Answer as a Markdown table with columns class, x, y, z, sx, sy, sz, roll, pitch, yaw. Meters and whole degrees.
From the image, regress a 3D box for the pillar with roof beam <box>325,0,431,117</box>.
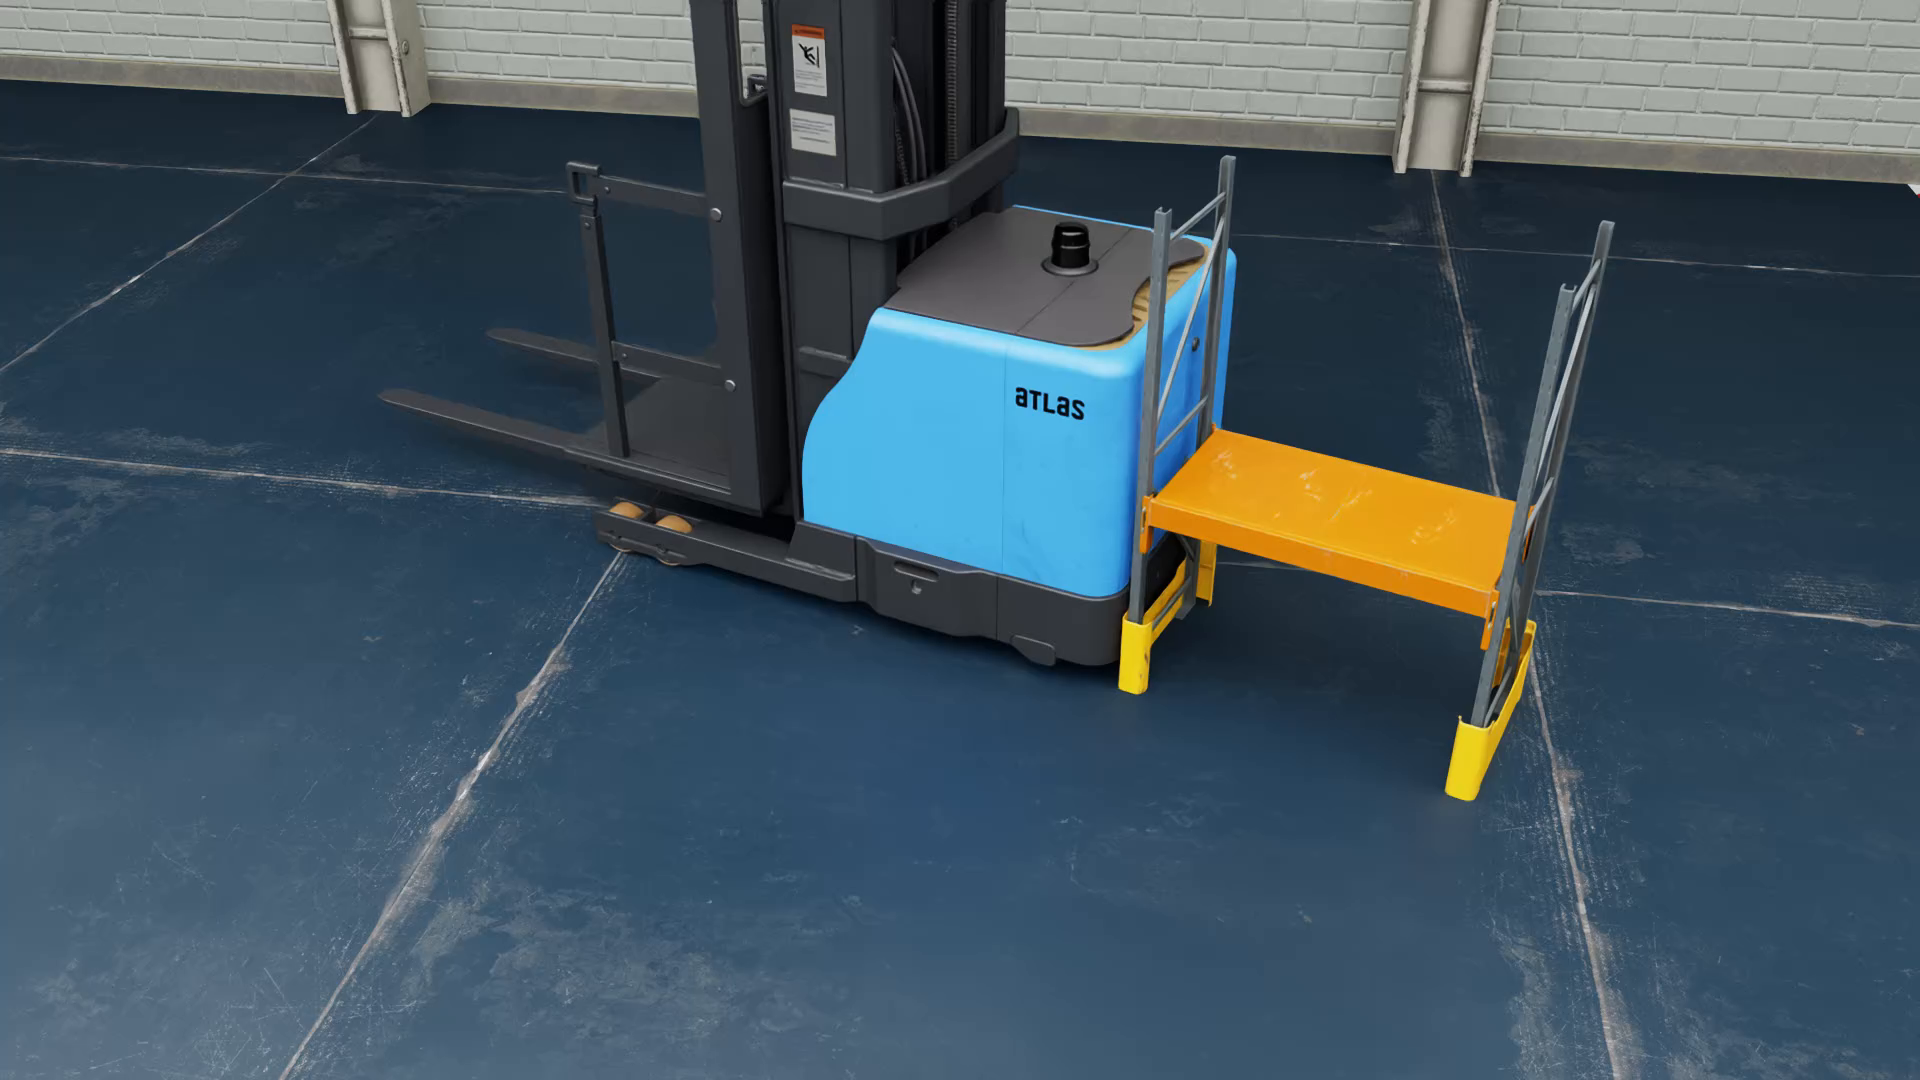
| class | x | y | z | sx | sy | sz | roll | pitch | yaw |
| --- | --- | --- | --- | --- | --- | --- | --- | --- | --- |
| pillar with roof beam | -4.095 | -4.125 | 3.859 | 0.400 | 9.000 | 9.100 | 5 | 32 | 8 |

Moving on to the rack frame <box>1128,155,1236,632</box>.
| class | x | y | z | sx | sy | sz | roll | pitch | yaw |
| --- | --- | --- | --- | --- | --- | --- | --- | --- | --- |
| rack frame | 0.634 | -0.318 | 4.844 | 0.032 | 1.500 | 0.500 | 16 | 36 | 24 |

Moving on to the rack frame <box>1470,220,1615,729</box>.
| class | x | y | z | sx | sy | sz | roll | pitch | yaw |
| --- | --- | --- | --- | --- | --- | --- | --- | --- | --- |
| rack frame | 1.523 | -0.055 | 4.425 | 0.032 | 1.500 | 0.500 | 16 | 36 | 24 |

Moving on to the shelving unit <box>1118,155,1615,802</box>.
| class | x | y | z | sx | sy | sz | roll | pitch | yaw |
| --- | --- | --- | --- | --- | --- | --- | --- | --- | --- |
| shelving unit | 1.086 | -0.184 | 4.631 | 1.083 | 1.500 | 0.587 | 16 | 36 | 24 |

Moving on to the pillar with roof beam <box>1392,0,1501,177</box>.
| class | x | y | z | sx | sy | sz | roll | pitch | yaw |
| --- | --- | --- | --- | --- | --- | --- | --- | --- | --- |
| pillar with roof beam | 1.820 | -3.590 | 3.004 | 0.400 | 9.000 | 9.100 | 5 | 32 | 8 |

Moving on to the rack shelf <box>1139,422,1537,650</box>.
| class | x | y | z | sx | sy | sz | roll | pitch | yaw |
| --- | --- | --- | --- | --- | --- | --- | --- | --- | --- |
| rack shelf | 1.078 | -0.034 | 4.730 | 1.000 | 0.185 | 0.538 | 16 | 36 | 24 |

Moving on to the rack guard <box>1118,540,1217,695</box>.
| class | x | y | z | sx | sy | sz | roll | pitch | yaw |
| --- | --- | --- | --- | --- | --- | --- | --- | --- | --- |
| rack guard | 0.651 | 0.217 | 5.168 | 0.087 | 0.250 | 0.587 | 16 | 36 | 24 |

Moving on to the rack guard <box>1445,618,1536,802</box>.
| class | x | y | z | sx | sy | sz | roll | pitch | yaw |
| --- | --- | --- | --- | --- | --- | --- | --- | --- | --- |
| rack guard | 1.522 | 0.474 | 4.757 | 0.087 | 0.250 | 0.587 | 16 | 36 | 24 |

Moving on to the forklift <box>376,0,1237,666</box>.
| class | x | y | z | sx | sy | sz | roll | pitch | yaw |
| --- | --- | --- | --- | --- | --- | --- | --- | --- | --- |
| forklift | -0.671 | -1.389 | 5.207 | 3.031 | 2.935 | 1.130 | 15 | 35 | 22 |
